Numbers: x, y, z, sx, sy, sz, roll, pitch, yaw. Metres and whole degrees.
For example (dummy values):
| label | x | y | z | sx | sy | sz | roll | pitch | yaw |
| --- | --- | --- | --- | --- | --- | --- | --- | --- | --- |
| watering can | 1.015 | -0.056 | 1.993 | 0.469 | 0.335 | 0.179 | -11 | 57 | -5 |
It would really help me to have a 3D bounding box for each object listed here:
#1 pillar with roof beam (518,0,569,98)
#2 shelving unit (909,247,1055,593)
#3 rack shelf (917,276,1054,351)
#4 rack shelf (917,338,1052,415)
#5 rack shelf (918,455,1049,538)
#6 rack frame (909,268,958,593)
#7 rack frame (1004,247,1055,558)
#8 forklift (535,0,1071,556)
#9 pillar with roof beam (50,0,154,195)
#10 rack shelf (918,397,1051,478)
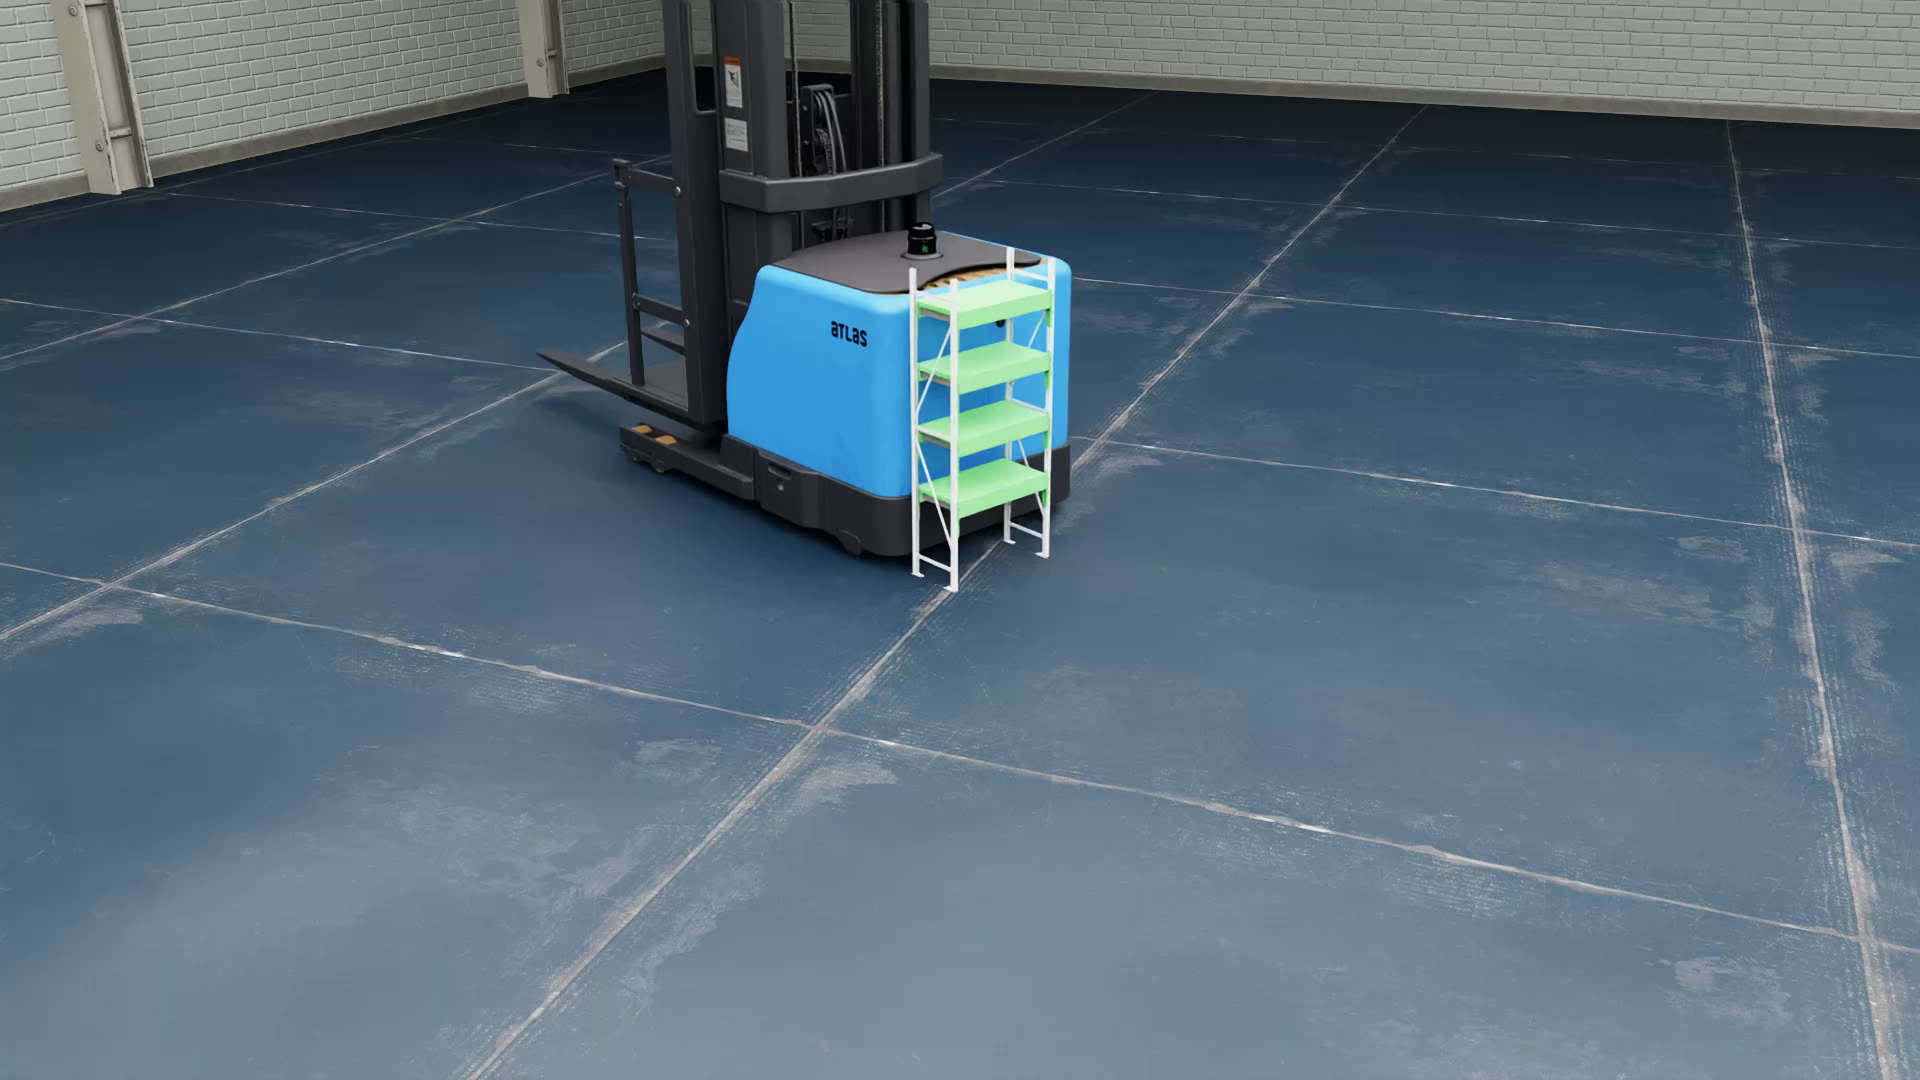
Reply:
| label | x | y | z | sx | sy | sz | roll | pitch | yaw |
| --- | --- | --- | --- | --- | --- | --- | --- | --- | --- |
| pillar with roof beam | -0.655 | -8.563 | 15.574 | 9.100 | 9.000 | 0.400 | 9 | 24 | 20 |
| shelving unit | 0.084 | -0.453 | 6.277 | 0.503 | 1.200 | 0.258 | -19 | 30 | -39 |
| rack shelf | 0.085 | -0.837 | 6.117 | 0.480 | 0.148 | 0.258 | -19 | 30 | -39 |
| rack shelf | 0.084 | -0.615 | 6.209 | 0.480 | 0.148 | 0.258 | -19 | 30 | -39 |
| rack shelf | 0.084 | -0.173 | 6.395 | 0.480 | 0.148 | 0.258 | -19 | 30 | -39 |
| rack frame | -0.095 | -0.389 | 6.125 | 0.015 | 1.200 | 0.240 | -19 | 30 | -39 |
| rack frame | 0.264 | -0.516 | 6.430 | 0.015 | 1.200 | 0.240 | -19 | 30 | -39 |
| forklift | -0.904 | -1.772 | 7.189 | 1.130 | 2.935 | 3.031 | -19 | 30 | -39 |
| pillar with roof beam | -2.883 | -6.416 | 10.434 | 9.100 | 9.000 | 0.400 | 9 | 24 | 20 |
| rack shelf | 0.084 | -0.394 | 6.302 | 0.480 | 0.148 | 0.258 | -19 | 30 | -39 |
